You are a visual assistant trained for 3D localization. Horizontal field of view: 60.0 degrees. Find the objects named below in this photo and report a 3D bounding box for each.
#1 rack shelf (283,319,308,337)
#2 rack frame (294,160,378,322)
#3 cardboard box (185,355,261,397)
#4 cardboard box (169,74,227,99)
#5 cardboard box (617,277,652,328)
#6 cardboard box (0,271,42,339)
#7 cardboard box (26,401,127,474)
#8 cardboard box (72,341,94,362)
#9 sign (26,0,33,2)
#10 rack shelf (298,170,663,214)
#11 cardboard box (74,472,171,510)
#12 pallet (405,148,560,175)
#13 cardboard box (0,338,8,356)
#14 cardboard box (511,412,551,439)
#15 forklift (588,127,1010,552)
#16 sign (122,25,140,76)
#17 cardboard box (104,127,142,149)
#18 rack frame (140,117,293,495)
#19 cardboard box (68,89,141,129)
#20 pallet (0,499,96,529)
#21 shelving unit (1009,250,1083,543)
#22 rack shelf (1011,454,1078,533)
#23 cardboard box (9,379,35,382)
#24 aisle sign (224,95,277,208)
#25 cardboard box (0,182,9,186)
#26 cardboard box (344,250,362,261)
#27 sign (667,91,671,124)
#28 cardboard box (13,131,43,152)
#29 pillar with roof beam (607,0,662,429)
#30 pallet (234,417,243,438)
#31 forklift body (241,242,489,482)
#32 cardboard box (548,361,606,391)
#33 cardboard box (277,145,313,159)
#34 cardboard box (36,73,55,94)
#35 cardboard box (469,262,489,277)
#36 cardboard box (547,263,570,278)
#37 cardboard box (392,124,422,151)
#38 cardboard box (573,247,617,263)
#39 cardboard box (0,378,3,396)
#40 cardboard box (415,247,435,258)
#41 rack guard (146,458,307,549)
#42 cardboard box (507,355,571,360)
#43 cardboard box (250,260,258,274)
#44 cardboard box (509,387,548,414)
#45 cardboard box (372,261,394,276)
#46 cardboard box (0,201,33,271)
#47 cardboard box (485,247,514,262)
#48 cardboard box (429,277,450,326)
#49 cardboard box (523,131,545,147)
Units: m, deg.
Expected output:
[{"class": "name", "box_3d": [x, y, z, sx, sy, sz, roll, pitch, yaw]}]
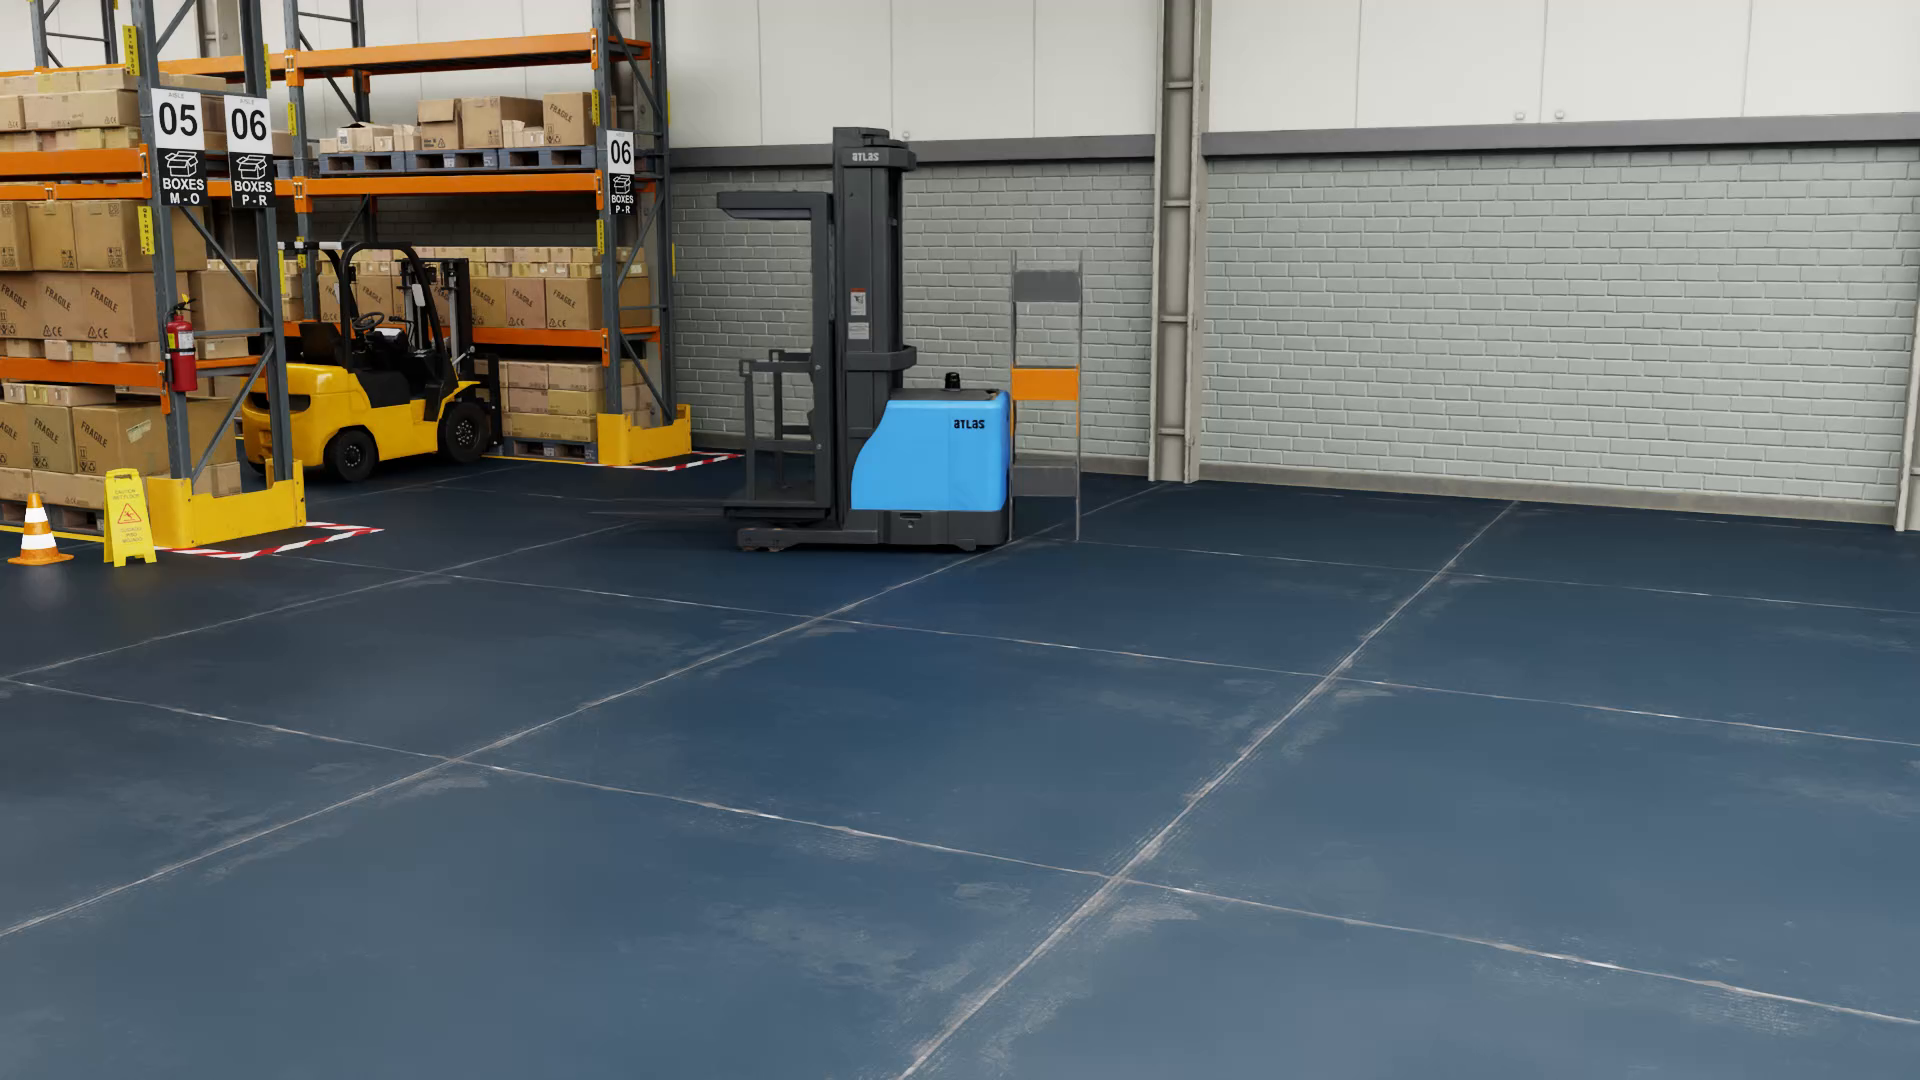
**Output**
[{"class": "rack shelf", "box_3d": [-8.569, -2.422, 19.209, 4.000, 0.370, 1.077, 5, 11, 26]}, {"class": "rack frame", "box_3d": [-6.776, -2.618, 18.274, 0.127, 3.000, 1.000, 5, 11, 26]}, {"class": "cardboard box", "box_3d": [-8.616, -1.817, 19.335, 0.625, 0.625, 0.875, 5, 11, 23]}, {"class": "cardboard box", "box_3d": [-5.610, -3.315, 12.169, 0.250, 0.149, 0.380, 5, 11, 25]}, {"class": "cardboard box", "box_3d": [-3.510, -2.436, 16.984, 0.500, 0.500, 0.500, 5, 12, 28]}, {"class": "cardboard box", "box_3d": [-6.884, -1.784, 12.551, 0.500, 0.500, 0.500, 5, 11, 26]}, {"class": "cardboard box", "box_3d": [-6.685, -0.795, 12.634, 0.500, 0.500, 0.500, 6, 12, 28]}, {"class": "cardboard box", "box_3d": [-6.308, -1.407, 12.290, 0.250, 0.149, 0.380, 5, 11, 25]}, {"class": "sign", "box_3d": [-10.594, -6.297, 18.908, 0.005, 0.325, 0.100, 5, 11, 26]}, {"class": "rack shelf", "box_3d": [-4.982, -3.583, 17.200, 4.000, 0.370, 1.077, 5, 11, 26]}, {"class": "cardboard box", "box_3d": [-6.247, -0.386, 12.483, 0.500, 0.250, 0.500, 5, 11, 26]}, {"class": "pallet", "box_3d": [-4.909, -3.891, 17.134, 1.213, 0.211, 1.003, 5, 11, 26]}, {"class": "cardboard box", "box_3d": [-7.174, -1.505, 12.829, 0.250, 0.149, 0.380, 5, 11, 26]}, {"class": "cardboard box", "box_3d": [-4.192, -1.184, 16.890, 0.500, 0.250, 0.500, 5, 11, 26]}, {"class": "forklift", "box_3d": [-1.164, -1.451, 12.019, 3.031, 2.935, 1.130, 1, 10, 5]}, {"class": "sign", "box_3d": [-5.645, -3.335, 11.323, 0.005, 0.325, 0.100, 5, 11, 26]}, {"class": "cardboard box", "box_3d": [-5.825, -2.846, 11.814, 0.250, 0.149, 0.380, 5, 11, 26]}, {"class": "rack frame", "box_3d": [-5.382, -1.510, 12.150, 0.127, 3.000, 1.000, 5, 11, 26]}, {"class": "cardboard box", "box_3d": [-5.960, -3.056, 11.855, 0.500, 0.250, 0.500, 5, 11, 25]}, {"class": "pallet", "box_3d": [-7.253, -0.310, 13.349, 1.213, 0.211, 1.003, 5, 11, 26]}, {"class": "shelving unit", "box_3d": [0.629, -1.051, 12.142, 0.503, 2.100, 0.431, 1, 10, 5]}, {"class": "rack shelf", "box_3d": [0.629, -0.349, 12.270, 0.480, 0.518, 0.431, 1, 10, 5]}, {"class": "cardboard box", "box_3d": [-11.282, -1.950, 20.422, 0.500, 0.500, 0.500, 5, 11, 25]}, {"class": "aisle sign", "box_3d": [-5.189, -2.834, 12.165, 0.004, 0.787, 0.394, 5, 11, 26]}, {"class": "cardboard box", "box_3d": [-11.382, -4.377, 19.989, 0.500, 0.250, 0.500, 5, 11, 26]}, {"class": "cardboard box", "box_3d": [-6.339, -3.057, 17.761, 0.250, 0.149, 0.380, 5, 11, 27]}, {"class": "sign", "box_3d": [-2.938, -4.336, 16.667, 0.005, 0.325, 0.100, 5, 11, 26]}, {"class": "cardboard box", "box_3d": [-6.728, -2.929, 12.275, 0.250, 0.149, 0.380, 5, 11, 25]}, {"class": "pillar with roof beam", "box_3d": [-5.319, -4.766, 13.297, 0.400, 9.000, 9.100, 5, 11, 26]}, {"class": "pallet", "box_3d": [-7.454, -1.298, 18.808, 1.213, 0.211, 1.003, 5, 11, 26]}, {"class": "forklift body", "box_3d": [-5.697, -1.743, 15.823, 1.214, 2.155, 2.313, 5, 11, 26]}, {"class": "cardboard box", "box_3d": [-3.740, -1.635, 16.576, 0.500, 0.250, 0.500, 5, 12, 28]}, {"class": "cardboard box", "box_3d": [-7.450, -4.325, 18.525, 0.250, 0.149, 0.380, 5, 11, 26]}, {"class": "cardboard box", "box_3d": [-6.472, -3.306, 12.118, 0.250, 0.149, 0.380, 5, 11, 26]}, {"class": "cardboard box", "box_3d": [-4.785, -2.751, 16.906, 0.250, 0.149, 0.380, 5, 11, 26]}, {"class": "cardboard box", "box_3d": [-3.866, -2.669, 16.454, 0.250, 0.149, 0.380, 5, 12, 27]}, {"class": "cardboard box", "box_3d": [-5.579, -4.118, 17.058, 0.258, 0.266, 0.396, 5, 11, 24]}, {"class": "cardboard box", "box_3d": [-3.603, -2.812, 16.409, 0.250, 0.149, 0.380, 5, 11, 26]}, {"class": "cardboard box", "box_3d": [-7.769, -1.197, 13.035, 0.250, 0.149, 0.380, 6, 12, 29]}, {"class": "cardboard box", "box_3d": [-5.431, -2.972, 17.289, 0.250, 0.149, 0.380, 5, 11, 26]}, {"class": "rack guard", "box_3d": [-5.450, -0.286, 12.406, 0.348, 0.500, 1.175, 5, 11, 26]}, {"class": "cardboard box", "box_3d": [-4.429, -1.797, 17.468, 0.500, 0.250, 0.500, 5, 11, 25]}, {"class": "cardboard box", "box_3d": [-7.616, -3.023, 18.409, 0.250, 0.149, 0.380, 5, 11, 26]}, {"class": "cardboard box", "box_3d": [-4.209, -1.432, 16.859, 0.500, 0.250, 0.500, 5, 11, 25]}, {"class": "cardboard box", "box_3d": [-5.939, -2.852, 17.463, 0.250, 0.149, 0.380, 5, 12, 27]}, {"class": "cardboard box", "box_3d": [-6.890, -2.268, 12.414, 0.500, 0.500, 0.700, 5, 11, 25]}, {"class": "cardboard box", "box_3d": [-4.558, -2.877, 16.768, 0.250, 0.149, 0.380, 5, 12, 27]}, {"class": "cardboard box", "box_3d": [-5.123, -2.470, 17.172, 0.500, 0.500, 0.500, 5, 11, 26]}, {"class": "cardboard box", "box_3d": [-4.066, -3.928, 16.334, 0.250, 0.149, 0.380, 5, 11, 24]}]
